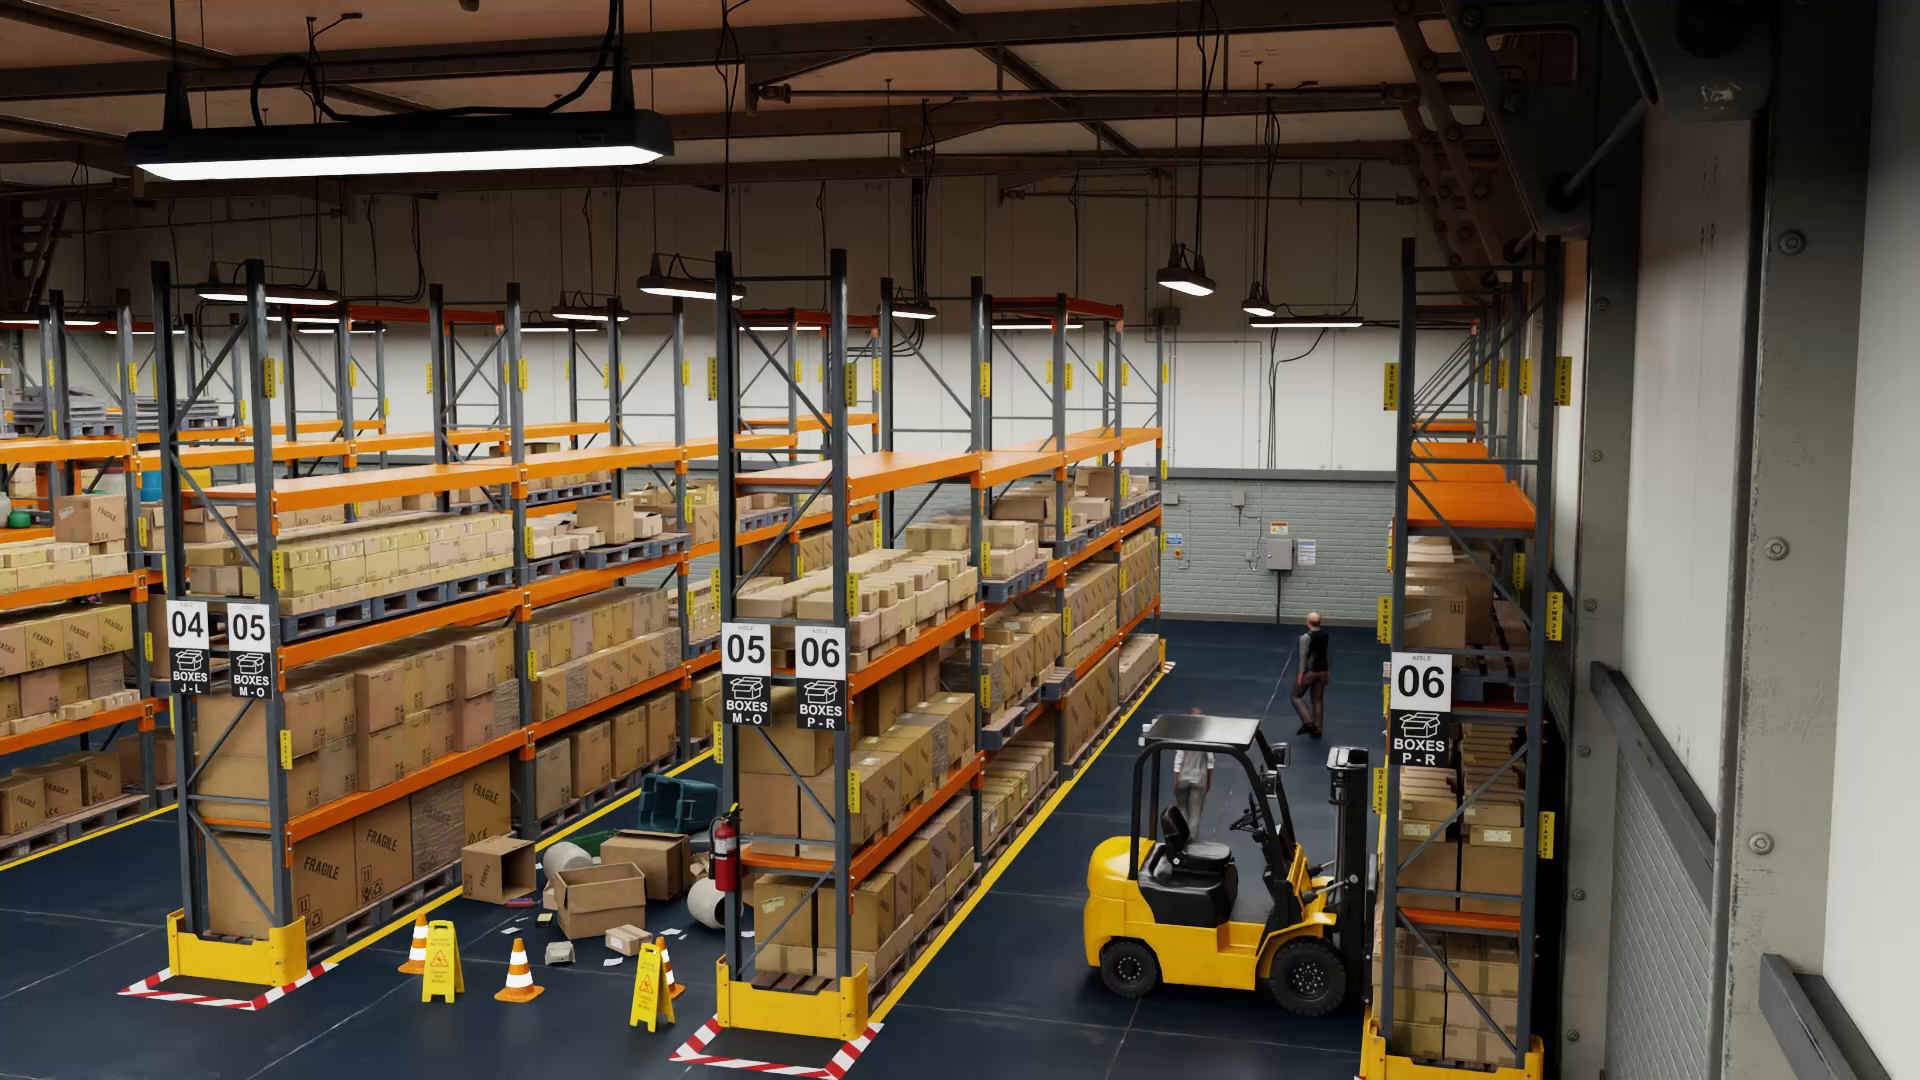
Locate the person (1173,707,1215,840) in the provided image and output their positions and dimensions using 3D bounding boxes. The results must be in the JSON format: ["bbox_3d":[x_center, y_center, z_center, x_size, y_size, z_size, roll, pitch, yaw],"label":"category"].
[{"bbox_3d":[2.447,2.558,17.414,0.422,1.627,0.622,1,6,10],"label":"person"}]

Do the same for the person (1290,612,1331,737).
[{"bbox_3d":[4.914,1.866,23.115,0.571,1.722,0.453,-3,7,-27],"label":"person"}]
